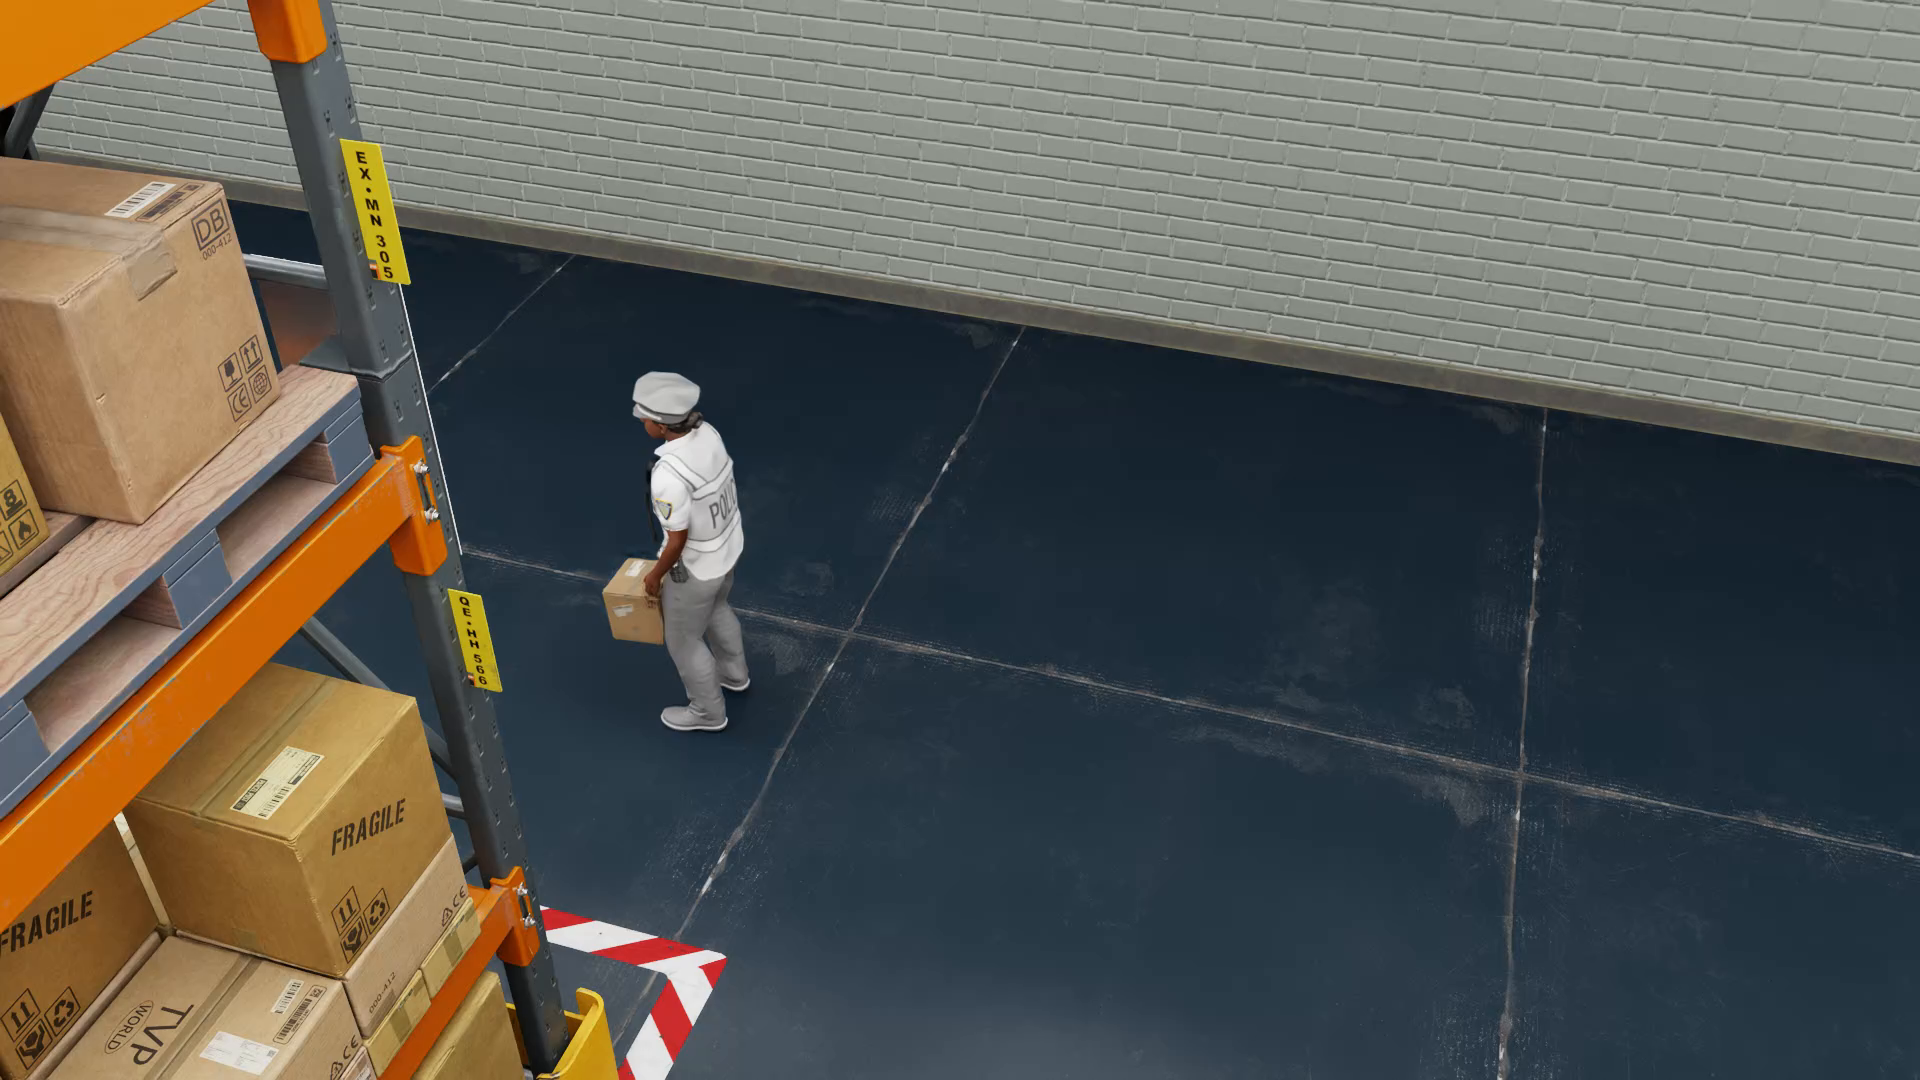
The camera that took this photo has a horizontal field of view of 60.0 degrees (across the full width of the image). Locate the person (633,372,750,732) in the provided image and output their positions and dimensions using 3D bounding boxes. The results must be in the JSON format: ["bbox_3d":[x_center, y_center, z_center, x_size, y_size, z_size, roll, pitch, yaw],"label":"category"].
[{"bbox_3d":[-1.080,0.065,6.794,0.372,1.672,0.492,10,38,13],"label":"person"}]
